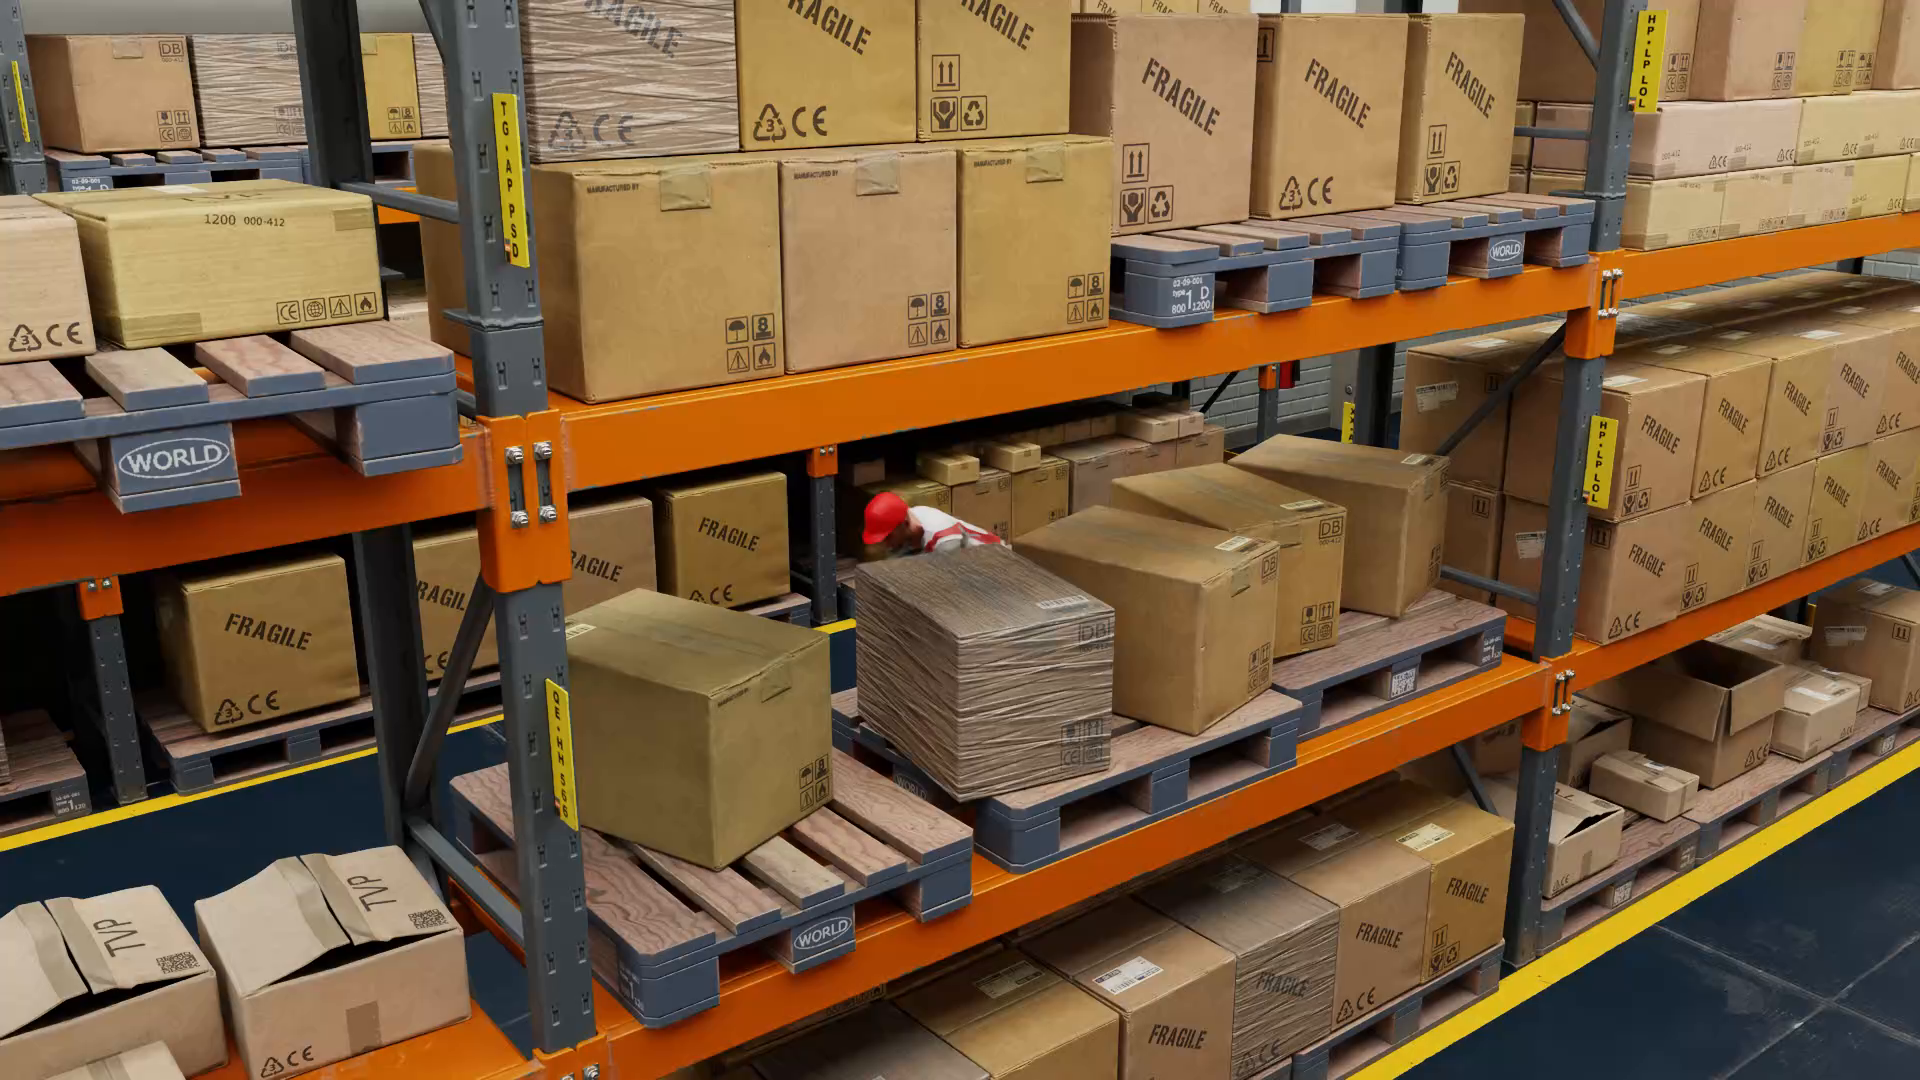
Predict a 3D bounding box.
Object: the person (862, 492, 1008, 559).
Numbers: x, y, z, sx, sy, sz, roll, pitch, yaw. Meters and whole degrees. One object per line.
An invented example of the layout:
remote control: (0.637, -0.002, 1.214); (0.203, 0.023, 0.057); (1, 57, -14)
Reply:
person: (-0.122, 0.398, 8.334); (0.872, 1.434, 0.489); (-14, 22, -38)
